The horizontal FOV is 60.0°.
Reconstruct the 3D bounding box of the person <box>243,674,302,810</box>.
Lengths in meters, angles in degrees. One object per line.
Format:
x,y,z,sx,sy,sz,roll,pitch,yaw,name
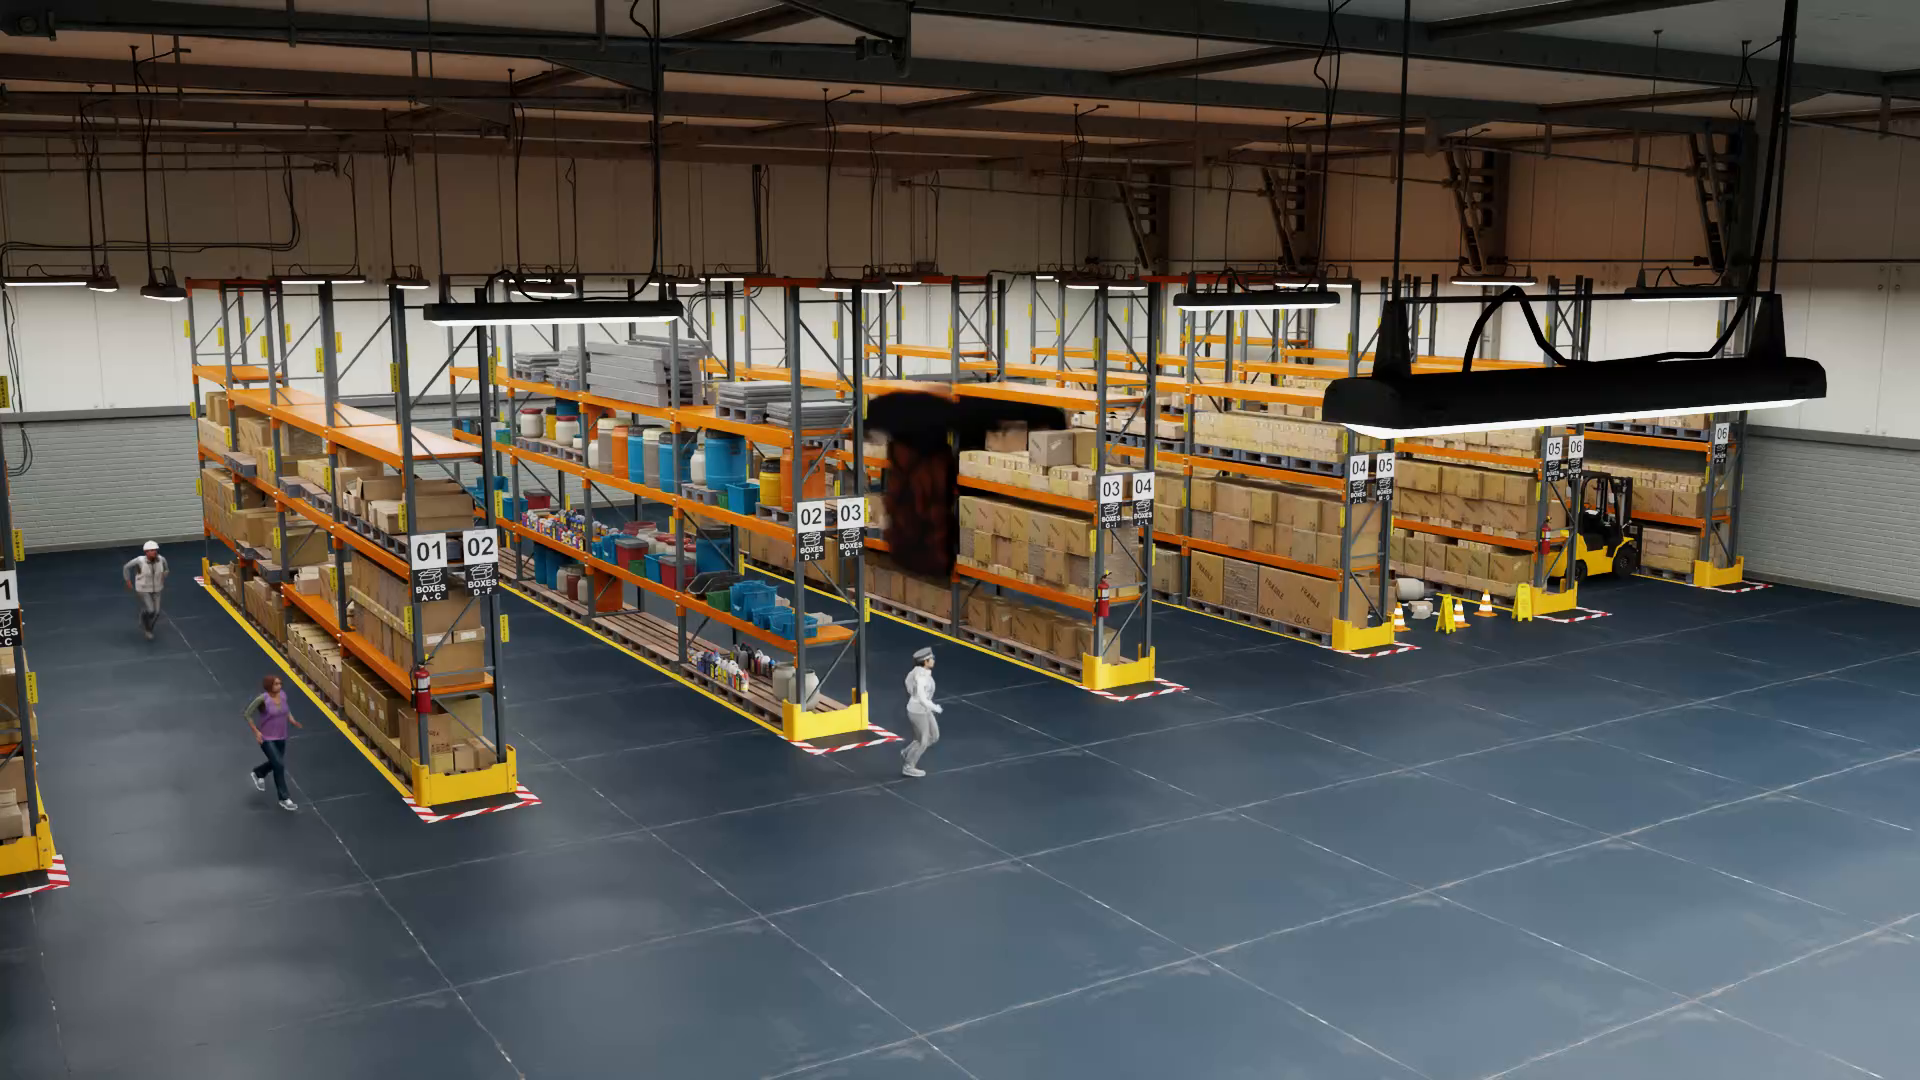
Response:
-8.096,2.327,19.462,0.844,1.593,0.519,5,11,29,person

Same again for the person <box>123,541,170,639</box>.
-13.585,0.848,27.896,0.729,1.699,0.657,8,13,40,person

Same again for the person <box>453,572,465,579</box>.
-8.556,0.565,28.414,0.680,1.813,0.669,-8,12,-39,person

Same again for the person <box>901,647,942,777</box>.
-0.476,2.119,20.488,0.524,1.648,0.612,0,10,-1,person
